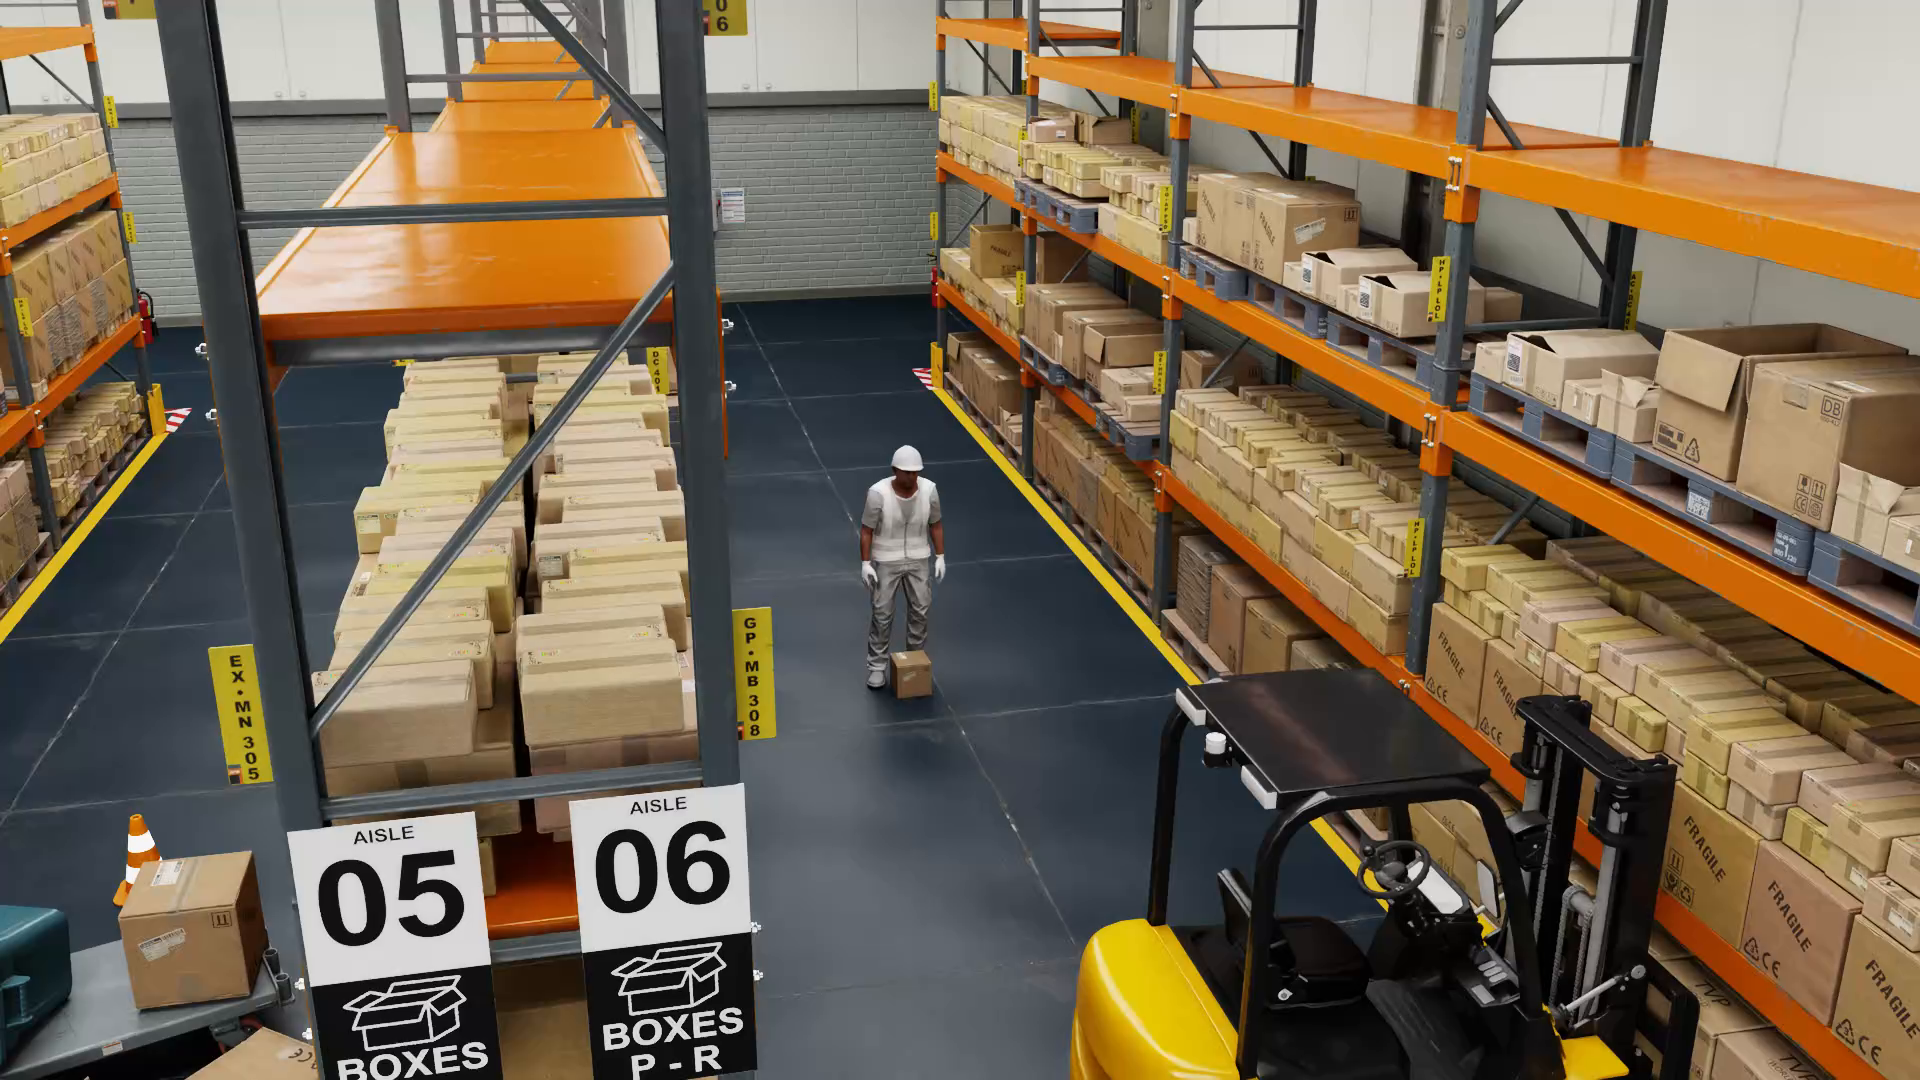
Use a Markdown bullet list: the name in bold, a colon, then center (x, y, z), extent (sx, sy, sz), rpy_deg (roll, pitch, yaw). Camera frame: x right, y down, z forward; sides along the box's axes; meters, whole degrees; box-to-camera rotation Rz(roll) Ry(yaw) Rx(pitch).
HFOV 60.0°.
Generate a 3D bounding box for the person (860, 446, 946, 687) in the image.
- **person**: center (-0.407, 0.170, 11.890), extent (0.629, 1.774, 0.444), rpy_deg (-6, 20, -15)
